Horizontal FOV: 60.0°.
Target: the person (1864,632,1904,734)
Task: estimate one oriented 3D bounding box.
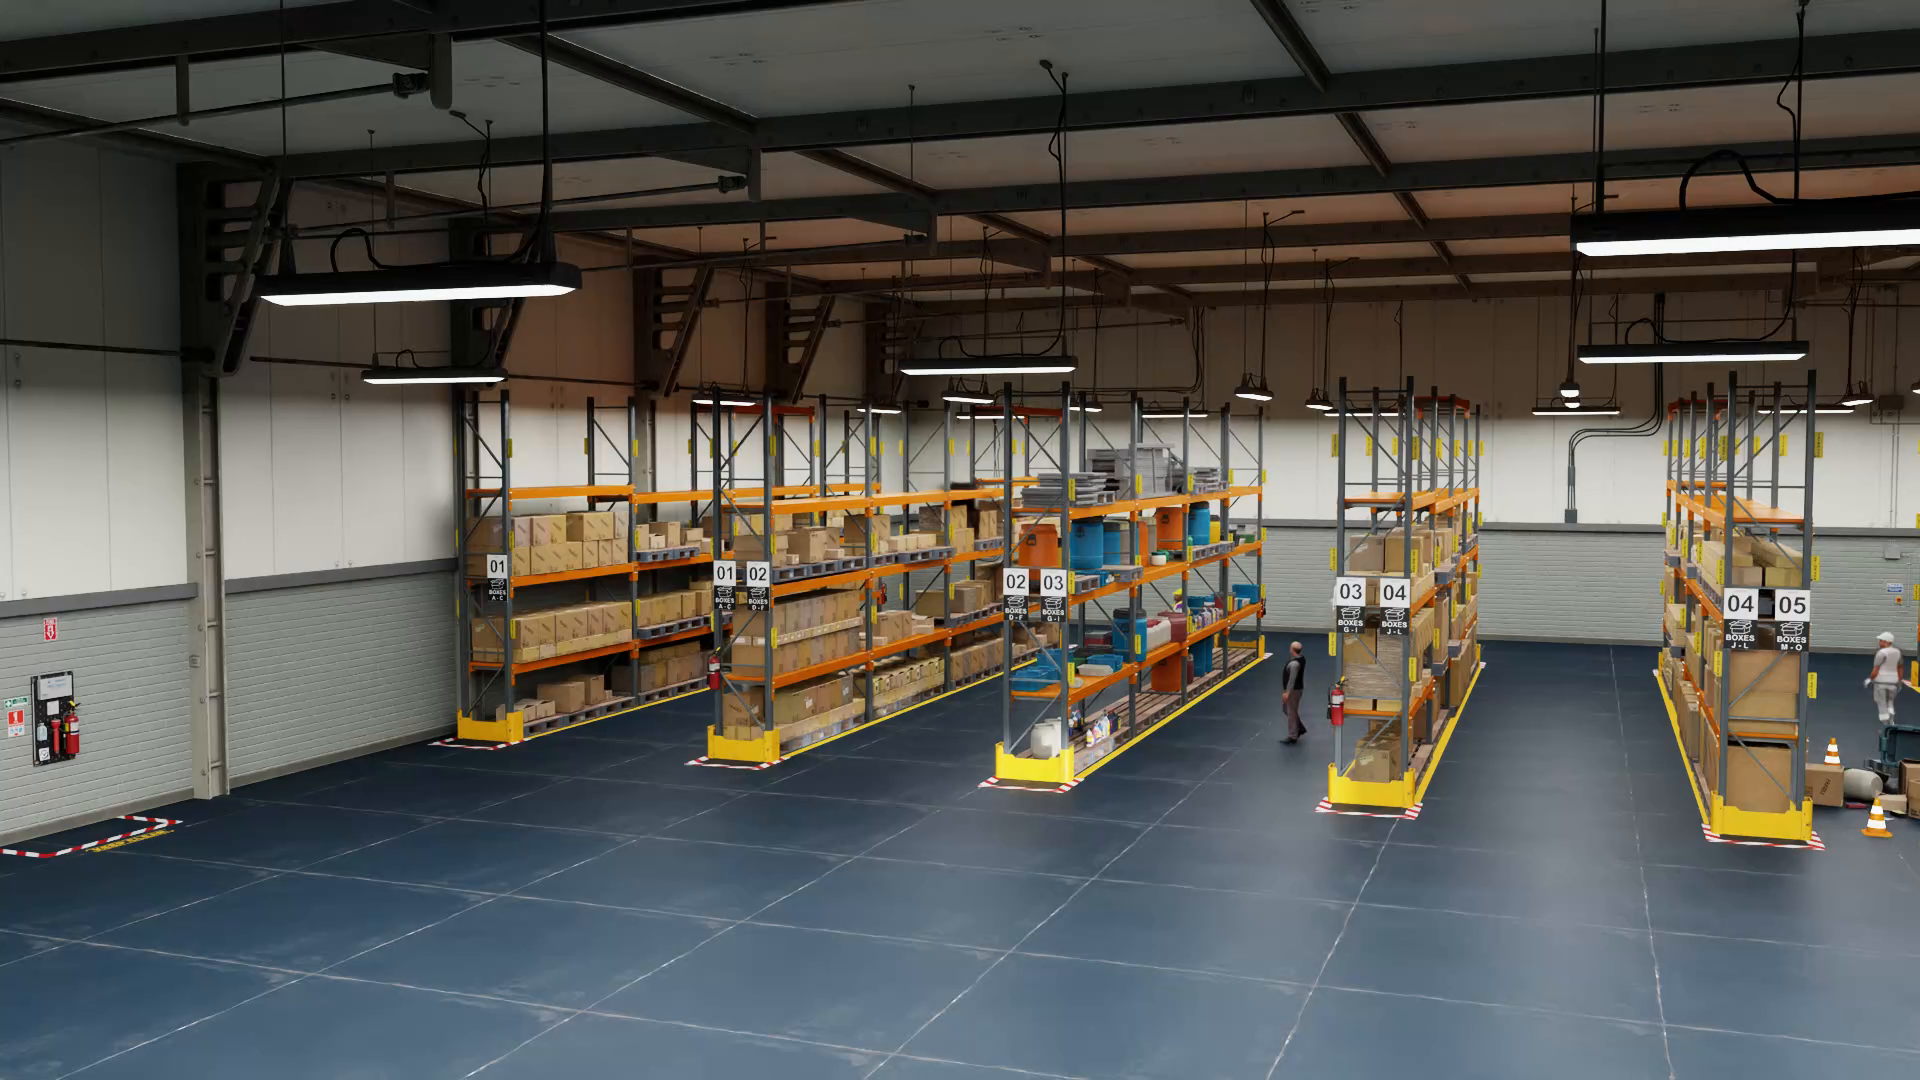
[{"bbox_3d":[16.085,2.510,28.925,0.617,1.822,0.542,0,3,9],"label":"person"}]

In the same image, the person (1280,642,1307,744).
[{"bbox_3d":[5.686,2.579,28.302,0.451,1.718,0.621,1,3,11],"label":"person"}]

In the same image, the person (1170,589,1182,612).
[{"bbox_3d":[4.944,2.012,38.415,0.625,1.763,0.580,1,3,17],"label":"person"}]

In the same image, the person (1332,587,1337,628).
[{"bbox_3d":[10.003,1.775,43.470,0.512,1.686,0.532,0,3,9],"label":"person"}]

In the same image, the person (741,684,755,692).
[{"bbox_3d":[-3.859,2.498,30.717,0.385,1.714,0.515,1,3,25],"label":"person"}]
